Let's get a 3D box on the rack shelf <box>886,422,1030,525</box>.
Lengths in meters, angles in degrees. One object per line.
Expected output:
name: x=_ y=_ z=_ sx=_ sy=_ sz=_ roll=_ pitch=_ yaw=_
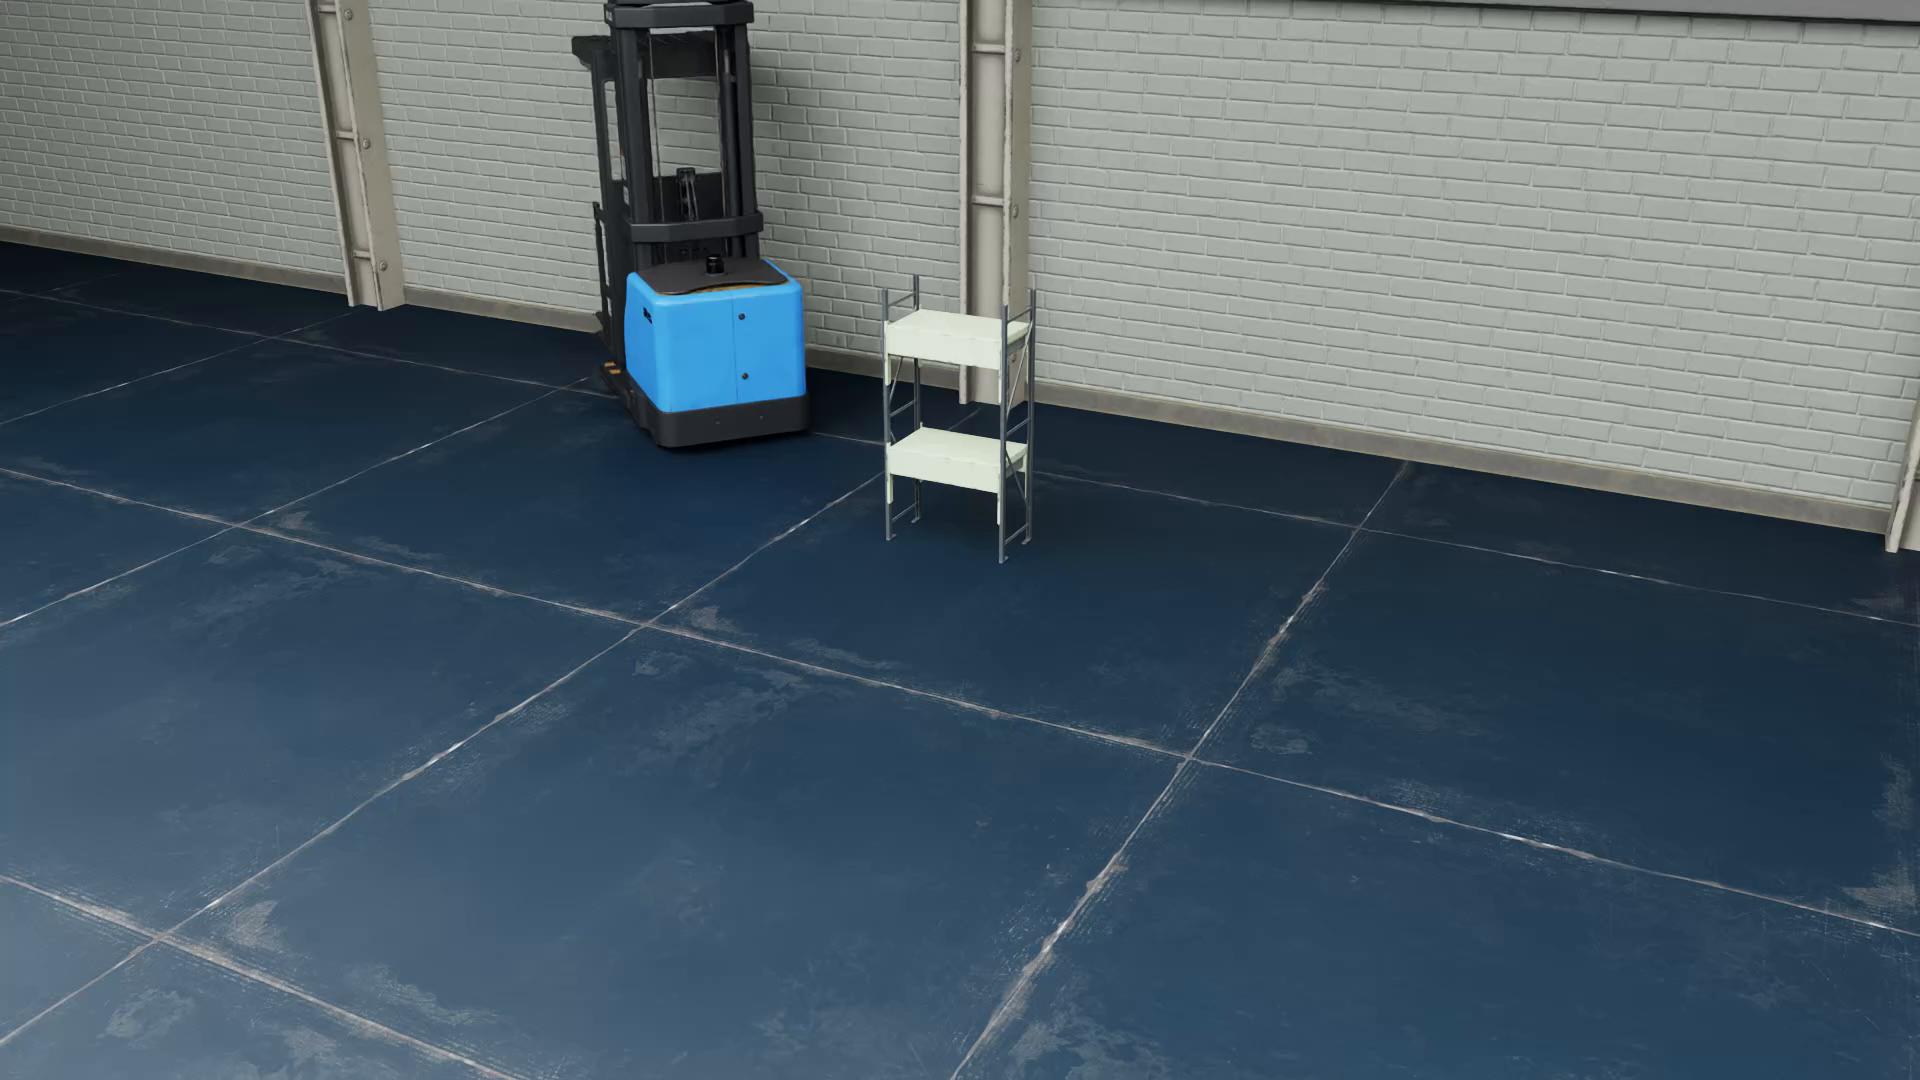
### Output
rack shelf: x=-0.006 y=-0.391 z=9.587 sx=0.720 sy=0.370 sz=0.431 roll=11 pitch=25 yaw=25

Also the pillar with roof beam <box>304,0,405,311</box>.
pillar with roof beam: x=-7.060 y=-4.712 z=9.331 sx=0.400 sy=9.000 sz=9.100 roll=11 pitch=25 yaw=25

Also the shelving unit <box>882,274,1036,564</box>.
shelving unit: x=-0.006 y=-0.691 z=9.459 sx=0.755 sy=1.500 sz=0.431 roll=11 pitch=25 yaw=25

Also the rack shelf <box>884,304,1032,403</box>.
rack shelf: x=-0.006 y=-1.050 z=9.306 sx=0.720 sy=0.370 sz=0.431 roll=11 pitch=25 yaw=25

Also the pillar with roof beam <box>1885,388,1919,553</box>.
pillar with roof beam: x=3.649 y=-2.593 z=4.348 sx=0.400 sy=9.000 sz=9.100 roll=11 pitch=25 yaw=25

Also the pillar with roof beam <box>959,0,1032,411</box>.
pillar with roof beam: x=-1.705 y=-3.652 z=6.839 sx=0.400 sy=9.000 sz=9.100 roll=11 pitch=25 yaw=25

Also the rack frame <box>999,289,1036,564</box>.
rack frame: x=0.321 y=-0.627 z=9.307 sx=0.023 sy=1.500 sz=0.400 roll=11 pitch=25 yaw=25

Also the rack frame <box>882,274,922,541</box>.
rack frame: x=-0.333 y=-0.756 z=9.611 sx=0.023 sy=1.500 sz=0.400 roll=11 pitch=25 yaw=25

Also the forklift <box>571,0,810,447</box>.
forklift: x=-2.066 y=-2.509 z=11.905 sx=1.130 sy=2.935 sz=3.031 roll=-9 pitch=25 yaw=-21
